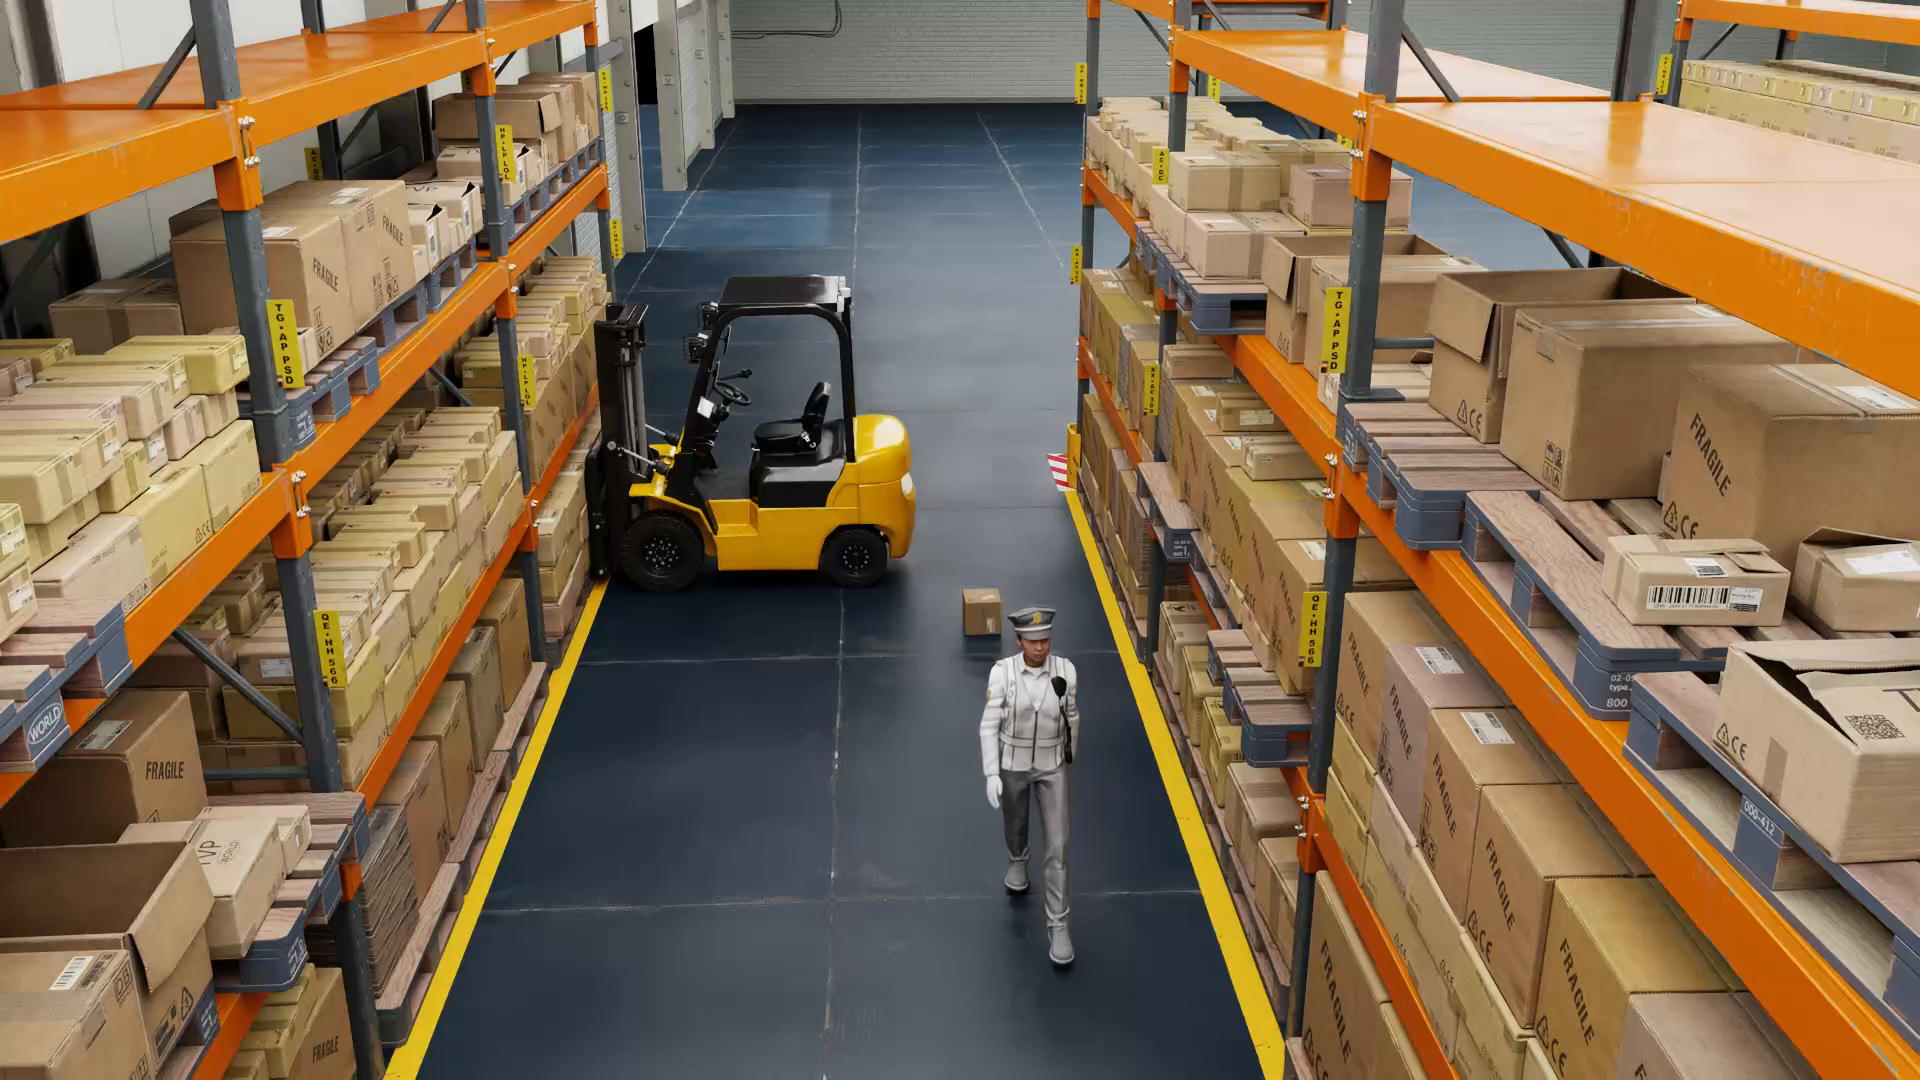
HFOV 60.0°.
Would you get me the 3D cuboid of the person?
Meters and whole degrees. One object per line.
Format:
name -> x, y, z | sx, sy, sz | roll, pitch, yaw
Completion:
person -> 0.345, 1.113, 8.036 | 0.499, 1.636, 0.954 | -1, 21, -2
